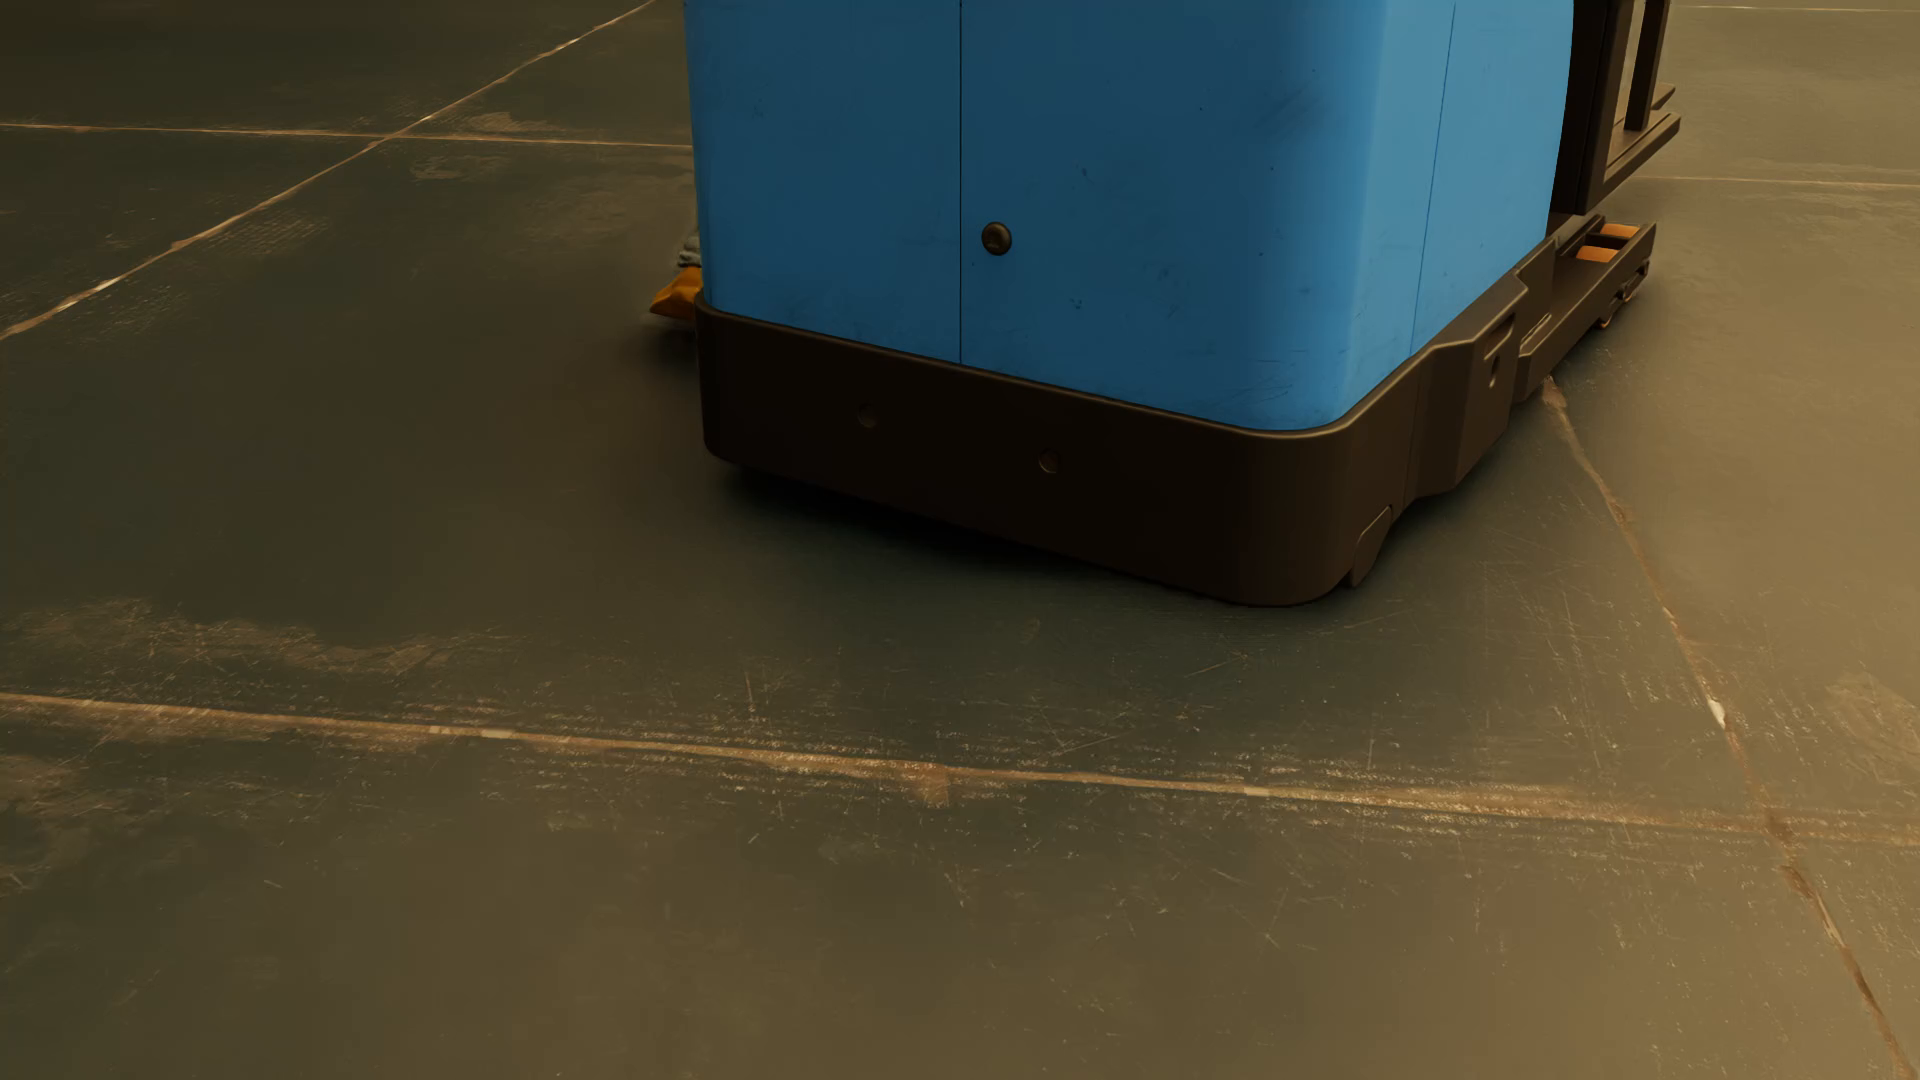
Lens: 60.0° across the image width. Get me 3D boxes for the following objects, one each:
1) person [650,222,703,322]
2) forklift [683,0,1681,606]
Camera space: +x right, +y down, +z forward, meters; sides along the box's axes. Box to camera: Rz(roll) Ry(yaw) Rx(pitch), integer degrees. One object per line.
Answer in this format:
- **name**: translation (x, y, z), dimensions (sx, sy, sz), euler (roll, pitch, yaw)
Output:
- **person**: translation (-0.264, -1.194, 2.976), dimensions (0.716, 1.663, 0.802), euler (-16, 31, -29)
- **forklift**: translation (0.806, -1.838, 2.901), dimensions (1.130, 2.935, 3.031), euler (16, 31, 29)
